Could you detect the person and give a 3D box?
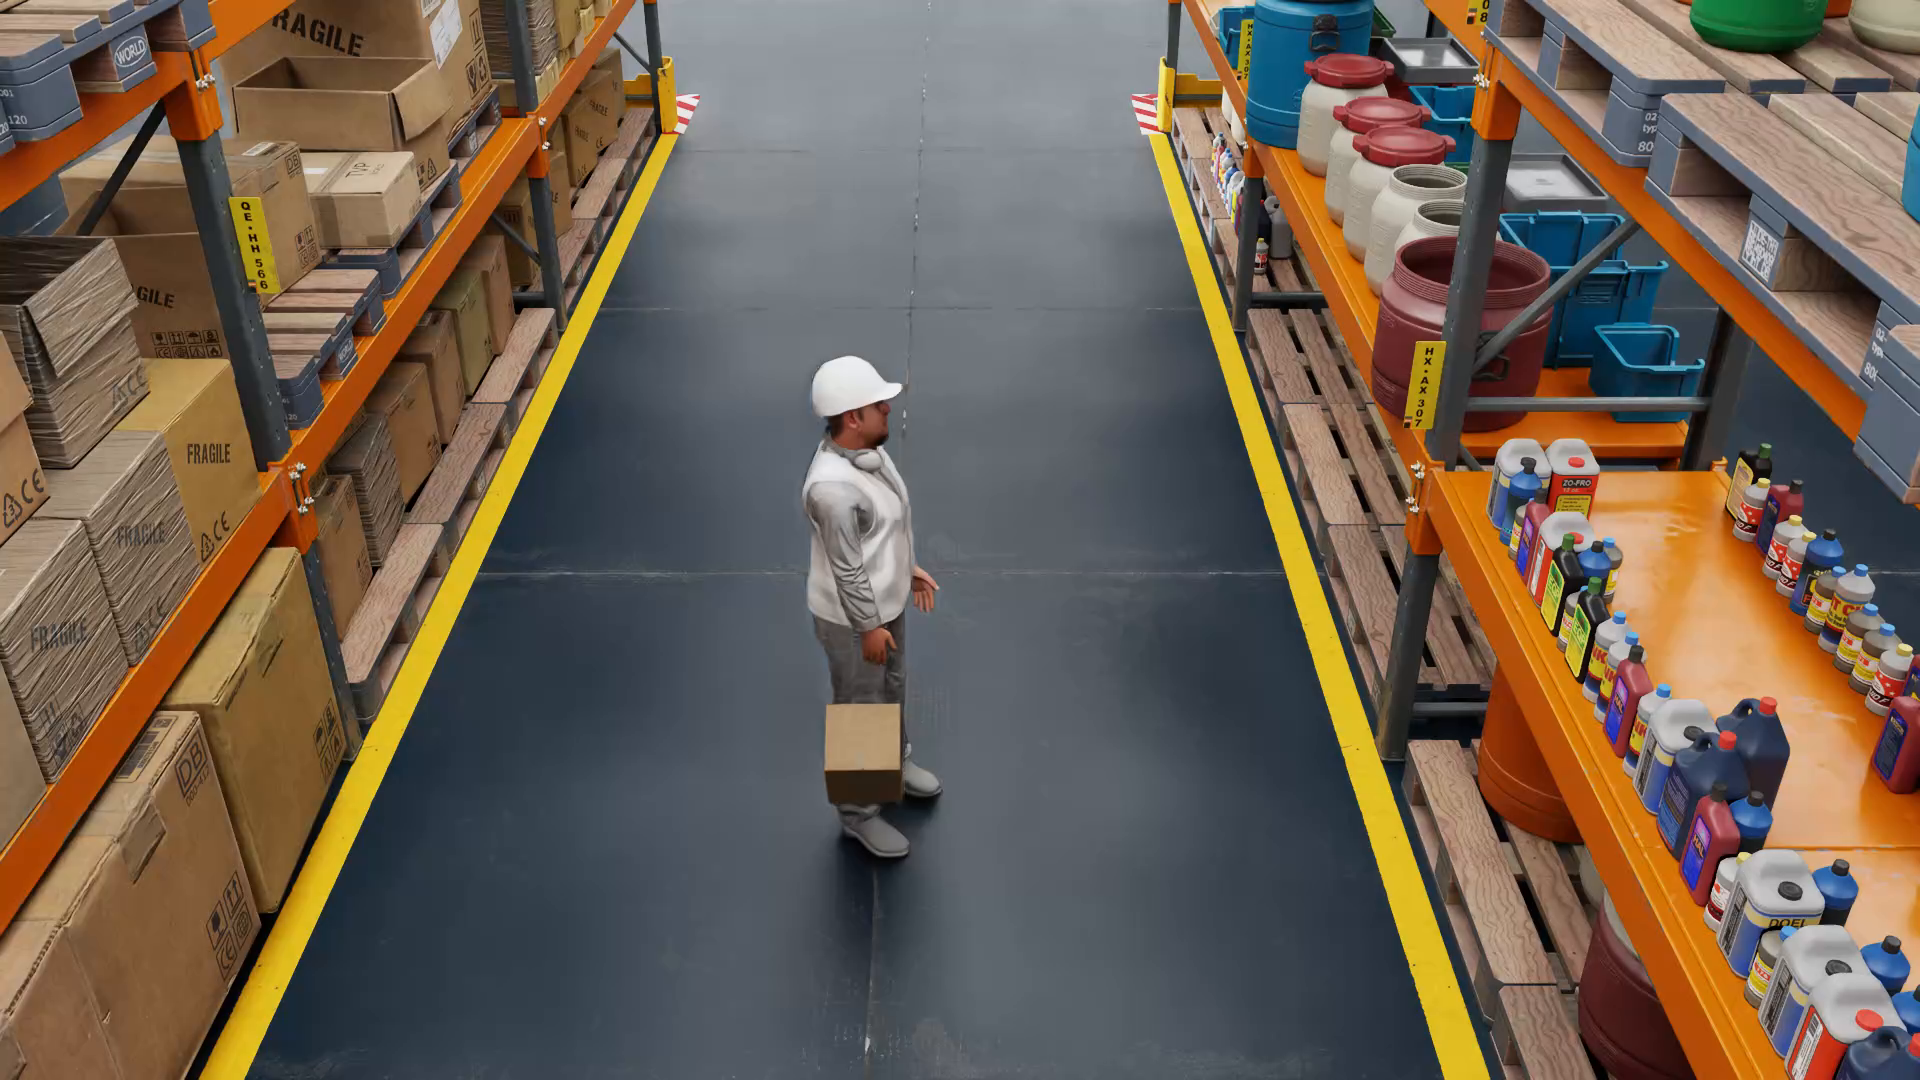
[{"bbox_3d":[-0.300,0.226,5.705,0.452,1.777,0.579,4,32,7],"label":"person"}]
